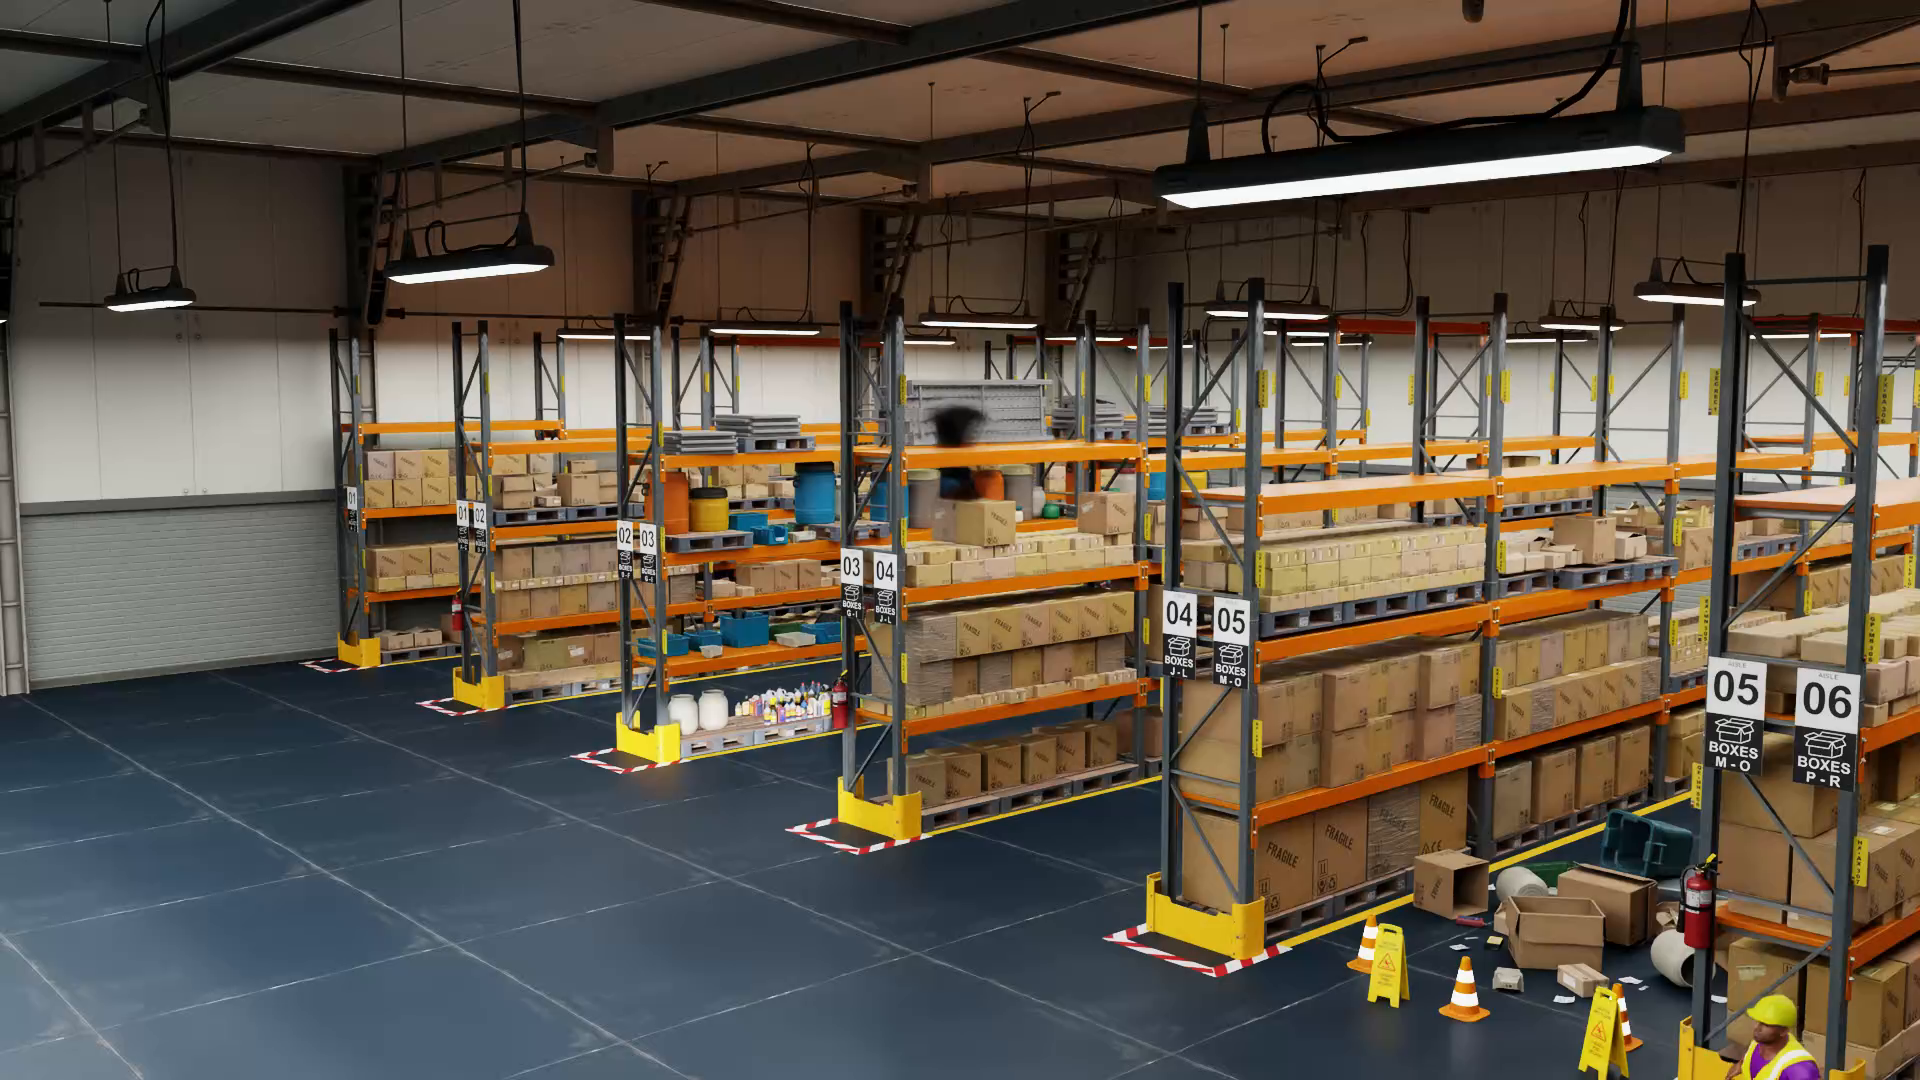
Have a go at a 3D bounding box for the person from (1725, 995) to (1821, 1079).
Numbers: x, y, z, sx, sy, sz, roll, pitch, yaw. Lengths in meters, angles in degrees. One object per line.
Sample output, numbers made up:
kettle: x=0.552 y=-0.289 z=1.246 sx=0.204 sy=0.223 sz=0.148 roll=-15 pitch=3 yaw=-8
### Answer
person: x=4.665 y=3.399 z=9.690 sx=0.699 sy=1.652 sz=0.864 roll=-3 pitch=6 yaw=-25
